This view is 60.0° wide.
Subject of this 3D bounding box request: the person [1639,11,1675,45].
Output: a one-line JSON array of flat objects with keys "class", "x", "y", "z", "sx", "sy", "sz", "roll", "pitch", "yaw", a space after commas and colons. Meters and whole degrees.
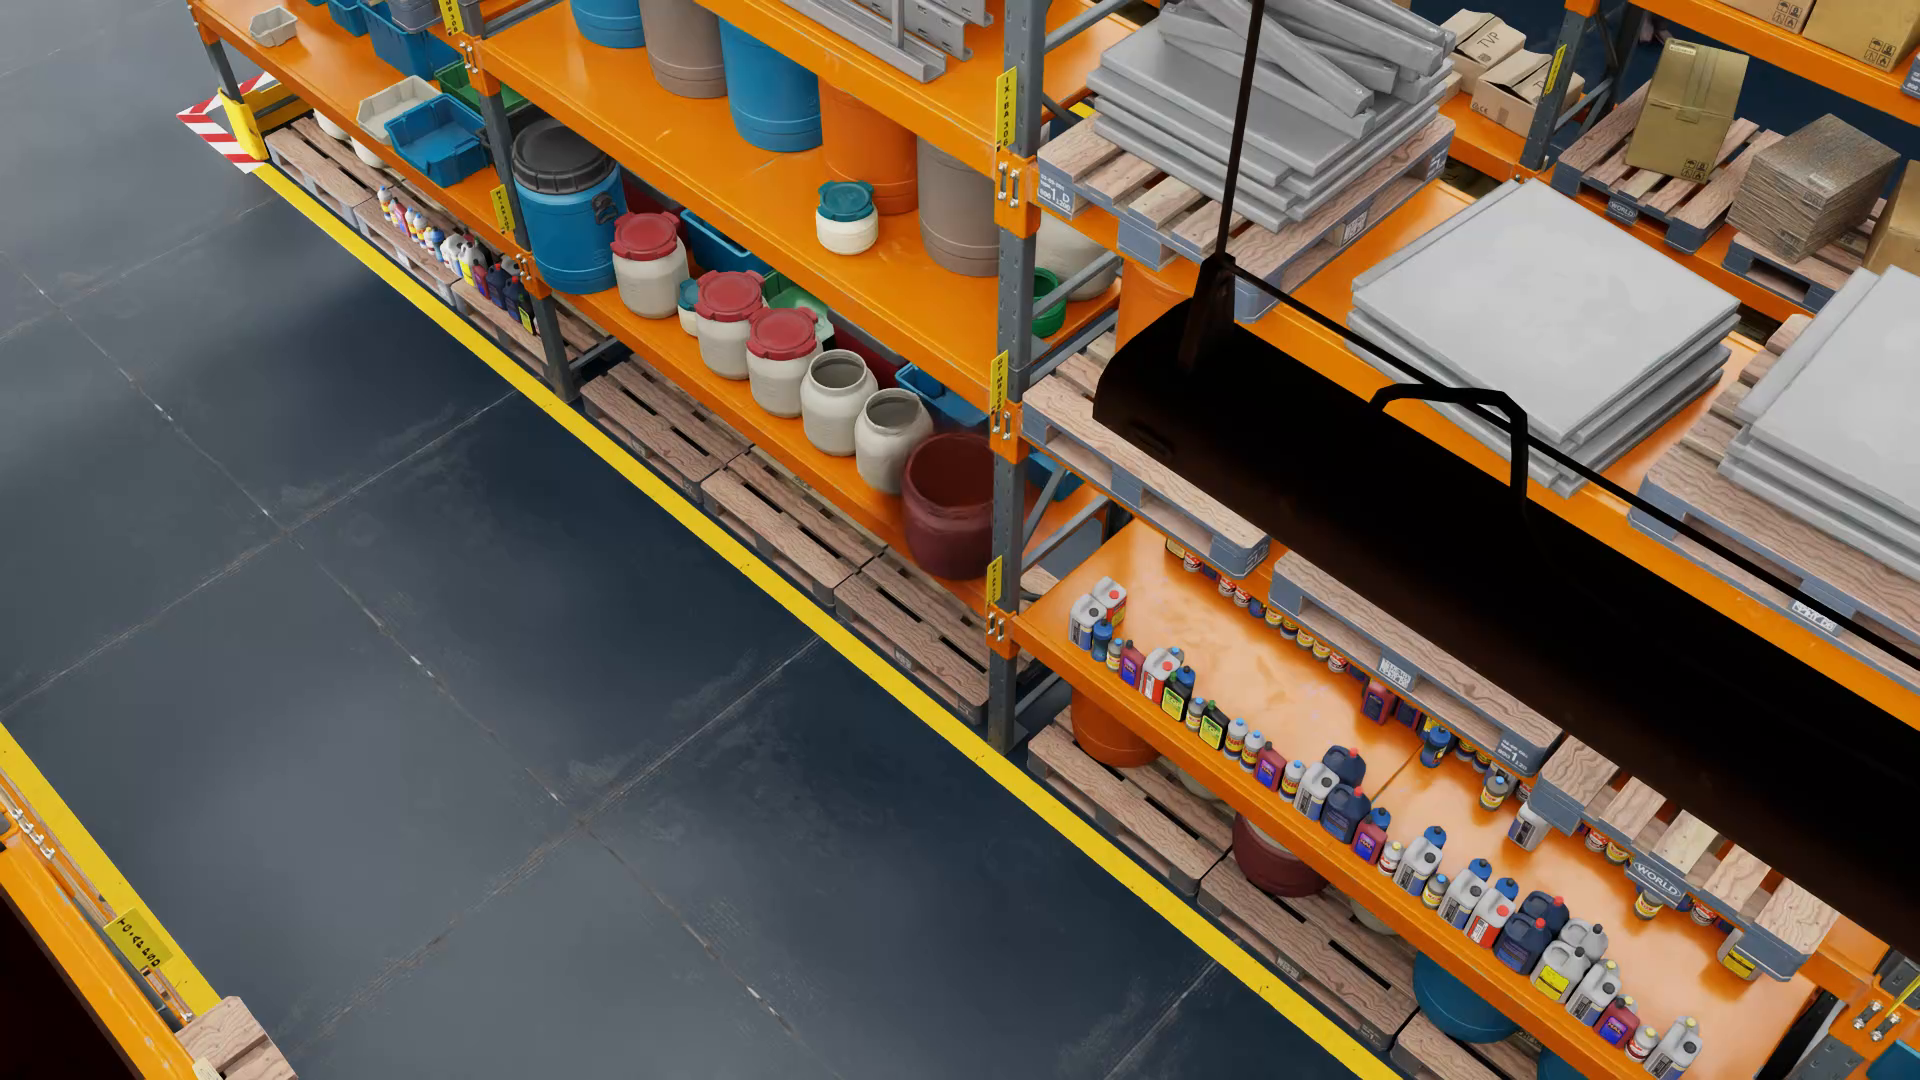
[{"class": "person", "x": 5.869, "y": -4.665, "z": 13.216, "sx": 0.499, "sy": 1.645, "sz": 0.443, "roll": -21, "pitch": 53, "yaw": -17}]
